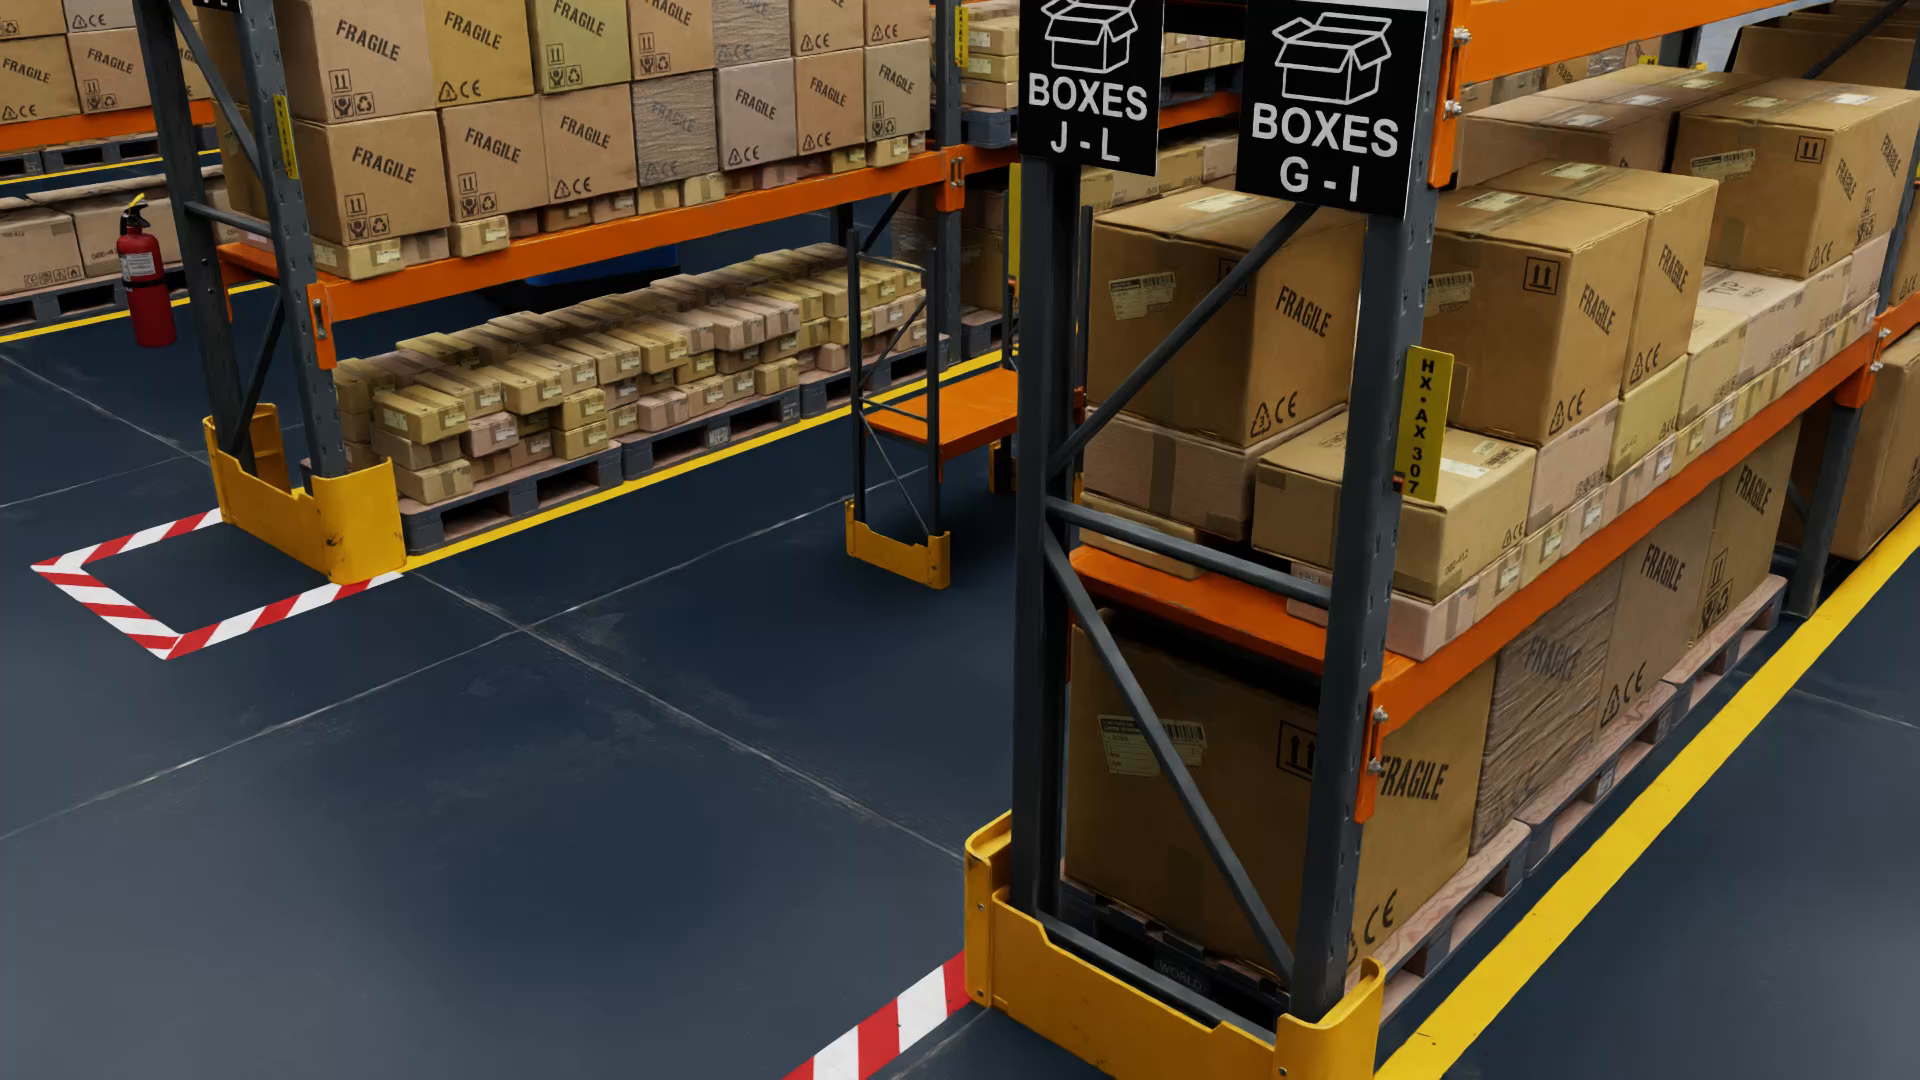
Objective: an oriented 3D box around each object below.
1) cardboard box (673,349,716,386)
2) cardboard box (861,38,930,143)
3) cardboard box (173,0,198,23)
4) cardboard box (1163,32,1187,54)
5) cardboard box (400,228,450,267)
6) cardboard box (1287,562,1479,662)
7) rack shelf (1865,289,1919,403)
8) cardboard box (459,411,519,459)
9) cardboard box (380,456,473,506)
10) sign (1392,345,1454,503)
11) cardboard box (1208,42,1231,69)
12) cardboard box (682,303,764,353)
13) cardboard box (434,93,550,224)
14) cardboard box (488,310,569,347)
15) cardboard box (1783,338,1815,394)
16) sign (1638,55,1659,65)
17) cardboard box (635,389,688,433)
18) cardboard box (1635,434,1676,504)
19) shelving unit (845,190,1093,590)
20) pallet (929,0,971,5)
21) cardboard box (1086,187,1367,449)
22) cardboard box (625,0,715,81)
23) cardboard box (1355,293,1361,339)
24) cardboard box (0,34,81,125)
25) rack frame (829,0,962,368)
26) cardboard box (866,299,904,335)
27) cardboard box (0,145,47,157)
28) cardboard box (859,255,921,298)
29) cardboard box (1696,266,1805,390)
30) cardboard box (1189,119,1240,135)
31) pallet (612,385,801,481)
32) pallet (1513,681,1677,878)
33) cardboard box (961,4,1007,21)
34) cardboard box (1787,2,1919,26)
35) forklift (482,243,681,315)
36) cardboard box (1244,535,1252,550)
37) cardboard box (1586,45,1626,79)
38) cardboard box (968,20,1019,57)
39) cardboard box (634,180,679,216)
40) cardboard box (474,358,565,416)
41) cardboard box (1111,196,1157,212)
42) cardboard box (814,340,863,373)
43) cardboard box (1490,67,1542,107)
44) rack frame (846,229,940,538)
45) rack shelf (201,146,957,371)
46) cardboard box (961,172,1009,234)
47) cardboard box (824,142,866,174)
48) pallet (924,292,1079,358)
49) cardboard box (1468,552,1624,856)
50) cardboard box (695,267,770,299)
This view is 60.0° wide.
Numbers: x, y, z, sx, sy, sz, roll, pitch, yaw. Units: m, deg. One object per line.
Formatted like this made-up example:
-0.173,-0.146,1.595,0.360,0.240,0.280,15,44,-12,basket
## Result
-1.513,-0.959,8.829,0.380,0.149,0.250,22,32,40,cardboard box
-0.516,-2.522,9.224,0.500,0.500,0.500,20,31,38,cardboard box
-5.284,-3.709,11.011,0.500,0.500,0.500,20,31,38,cardboard box
1.245,-3.250,10.762,0.380,0.149,0.250,19,31,37,cardboard box
-2.473,-1.330,7.358,0.380,0.149,0.250,22,32,39,cardboard box
1.036,0.135,4.090,0.380,0.149,0.250,21,31,38,cardboard box
4.558,-1.462,8.223,1.077,0.370,4.000,20,31,38,rack shelf
-2.307,-0.531,7.876,0.380,0.149,0.250,20,31,37,cardboard box
-2.485,-0.310,7.746,0.380,0.149,0.250,21,32,39,cardboard box
0.963,-0.240,3.463,0.100,0.325,0.005,20,31,38,sign
1.594,-3.275,11.181,0.380,0.149,0.250,19,30,35,cardboard box
-1.263,-1.131,8.850,0.380,0.149,0.250,19,30,36,cardboard box
-2.229,-1.760,7.522,0.500,0.500,0.500,20,31,38,cardboard box
-2.262,-1.073,8.720,0.380,0.149,0.250,22,32,39,cardboard box
2.749,-0.649,5.837,0.380,0.149,0.250,21,31,38,cardboard box
2.812,-1.818,6.820,0.100,0.325,0.005,20,31,38,sign
-1.628,-0.693,8.601,0.380,0.149,0.250,18,30,35,cardboard box
1.892,-0.258,4.965,0.380,0.149,0.250,20,31,37,cardboard box
0.051,-0.708,7.495,0.587,1.500,1.083,20,31,38,shelving unit
-0.197,-5.632,16.879,1.003,0.211,1.213,20,31,38,pallet
0.683,-0.591,4.306,0.500,0.500,0.500,21,31,38,cardboard box
-1.542,-2.513,7.980,0.500,0.500,0.500,19,30,36,cardboard box
1.358,-0.559,5.150,0.500,0.250,0.500,19,30,36,cardboard box
-5.975,-2.943,10.525,0.500,0.500,0.500,20,31,37,cardboard box
-0.403,-2.566,9.806,1.000,3.000,0.127,20,31,38,rack frame
-0.548,-1.324,9.643,0.380,0.149,0.250,18,30,35,cardboard box
-8.754,-3.800,15.100,0.700,0.500,0.500,19,30,36,cardboard box
-0.447,-1.548,9.781,0.380,0.149,0.250,21,32,39,cardboard box
2.440,-0.728,5.526,0.500,0.250,0.500,21,32,39,cardboard box
2.005,-2.898,12.172,0.500,0.250,0.500,19,31,36,cardboard box
-1.639,-0.706,9.066,1.003,0.211,1.213,20,31,38,pallet
1.843,0.676,5.985,1.003,0.211,1.213,20,31,38,pallet
0.072,-3.250,10.399,0.380,0.149,0.250,19,30,36,cardboard box
4.110,-2.087,7.389,0.797,0.503,0.637,21,31,38,cardboard box
-3.093,-3.292,11.510,1.130,2.935,3.031,-15,28,-30,forklift
0.718,-0.125,4.670,0.380,0.149,0.250,21,31,38,cardboard box
6.007,-4.673,16.590,0.875,0.875,0.875,20,31,38,cardboard box
0.202,-2.909,9.637,0.380,0.149,0.250,22,32,40,cardboard box
-1.609,-1.731,8.251,0.380,0.149,0.250,22,32,39,cardboard box
-2.112,-0.735,7.966,0.380,0.149,0.250,20,31,37,cardboard box
0.979,-2.094,11.297,0.500,0.500,0.500,21,31,38,cardboard box
-0.775,-1.089,9.485,0.380,0.149,0.250,19,30,36,cardboard box
4.589,-3.954,15.140,1.050,0.750,0.750,20,31,37,cardboard box
-0.282,-0.555,7.156,0.500,1.500,0.032,20,31,38,rack frame
-1.738,-1.628,8.594,1.077,0.370,4.000,20,31,38,rack shelf
0.287,-2.112,10.419,0.500,0.250,0.500,19,30,35,cardboard box
-0.733,-2.127,9.134,0.380,0.149,0.250,22,32,39,cardboard box
0.115,-1.531,10.906,1.003,0.211,1.213,20,31,38,pallet
1.528,0.322,5.449,0.875,0.875,0.875,20,31,38,cardboard box
-1.304,-1.436,9.530,0.380,0.149,0.250,19,30,36,cardboard box
